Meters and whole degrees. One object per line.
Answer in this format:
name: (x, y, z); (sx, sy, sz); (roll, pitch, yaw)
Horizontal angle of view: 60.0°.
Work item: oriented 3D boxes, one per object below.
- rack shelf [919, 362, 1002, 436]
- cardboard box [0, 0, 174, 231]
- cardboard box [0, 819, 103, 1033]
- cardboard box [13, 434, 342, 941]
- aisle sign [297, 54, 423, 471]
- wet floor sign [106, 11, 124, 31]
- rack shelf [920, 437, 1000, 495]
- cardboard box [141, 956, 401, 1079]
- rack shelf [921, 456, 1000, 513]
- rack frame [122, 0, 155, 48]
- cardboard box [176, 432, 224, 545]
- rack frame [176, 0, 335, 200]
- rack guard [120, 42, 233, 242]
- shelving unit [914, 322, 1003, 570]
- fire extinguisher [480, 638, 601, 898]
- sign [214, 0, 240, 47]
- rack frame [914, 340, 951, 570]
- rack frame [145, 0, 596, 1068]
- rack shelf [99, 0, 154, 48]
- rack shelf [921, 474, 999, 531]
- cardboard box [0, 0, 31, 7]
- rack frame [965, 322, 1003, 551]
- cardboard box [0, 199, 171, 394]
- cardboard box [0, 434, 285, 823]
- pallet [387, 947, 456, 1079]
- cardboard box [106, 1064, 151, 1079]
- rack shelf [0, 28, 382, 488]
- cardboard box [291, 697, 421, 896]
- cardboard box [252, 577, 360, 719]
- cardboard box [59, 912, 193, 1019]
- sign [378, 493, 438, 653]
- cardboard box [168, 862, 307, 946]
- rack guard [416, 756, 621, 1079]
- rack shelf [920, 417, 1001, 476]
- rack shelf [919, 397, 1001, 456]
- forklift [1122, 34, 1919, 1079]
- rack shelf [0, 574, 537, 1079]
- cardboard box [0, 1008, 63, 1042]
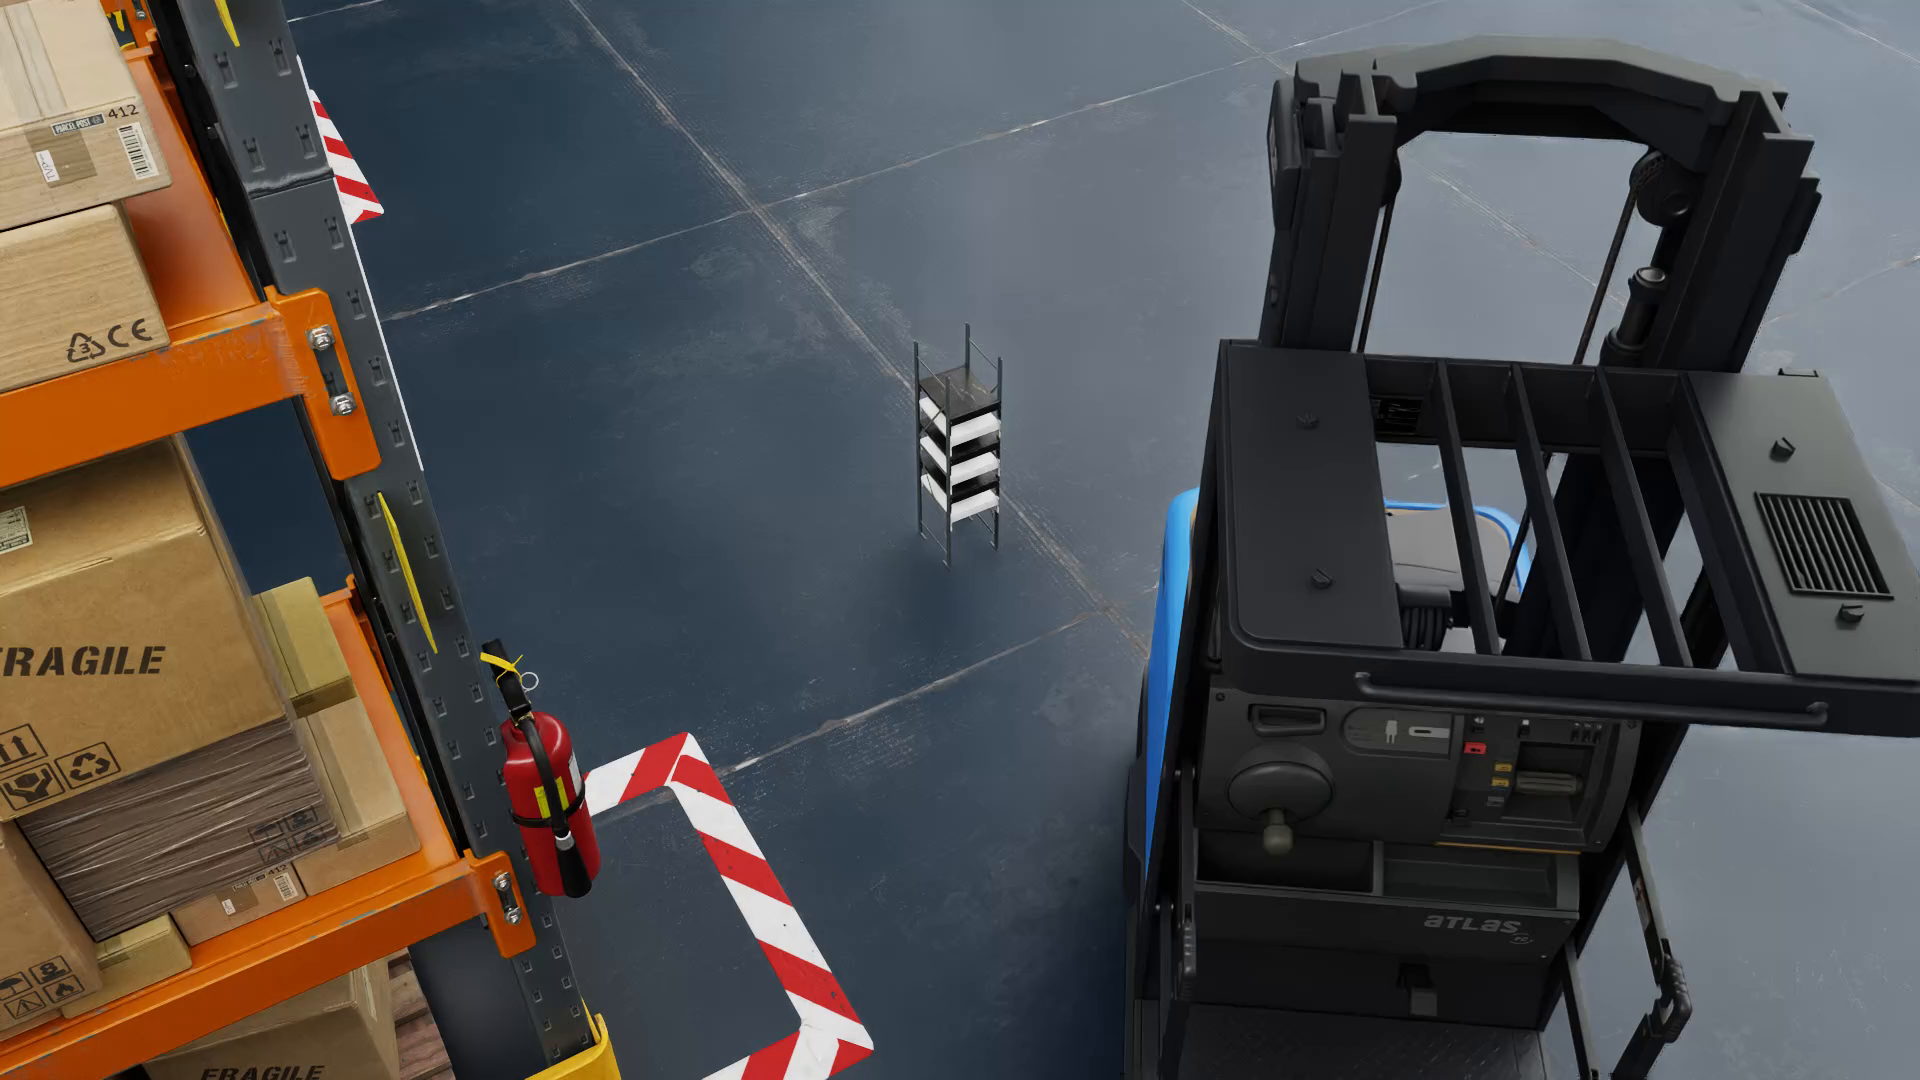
rack shelf: (-0.007, -0.490, 5.769); (0.200, 0.077, 0.258); (-22, 48, -21)
cardboard box: (-1.331, -0.631, 2.414); (0.250, 0.149, 0.380); (-22, 48, -21)
cardboard box: (-2.110, 0.527, 3.268); (0.500, 0.500, 0.875); (-22, 48, -21)
cardboard box: (-1.736, 0.281, 3.521); (0.500, 0.500, 0.875); (-22, 48, -21)
aisle sign: (-1.042, -0.524, 2.769); (0.004, 0.787, 0.394); (-22, 48, -21)
wet floor sign: (-4.590, -3.141, 9.024); (0.232, 0.644, 0.267); (-30, 52, -27)
rack shelf: (-0.007, -0.296, 5.957); (0.200, 0.077, 0.258); (-22, 48, -21)
cardboard box: (-1.795, 1.203, 4.350); (0.500, 0.500, 0.500); (-14, 46, -14)
rack shelf: (-0.007, -0.232, 6.020); (0.200, 0.077, 0.258); (-22, 48, -21)
rack frame: (-3.629, -2.781, 6.961); (0.127, 3.000, 1.000); (-22, 48, -21)
cardboard box: (-1.858, -0.226, 3.325); (0.500, 0.500, 0.500); (-22, 48, -21)
rack frame: (-1.245, -1.903, 1.750); (0.127, 3.000, 1.000); (-22, 48, -21)
rack guard: (-3.608, -1.892, 7.840); (0.348, 0.500, 1.175); (-22, 48, -21)
shelving unit: (-0.007, -0.320, 5.934); (0.210, 0.900, 0.258); (-22, 48, -21)
fire extinguisher: (-0.916, 0.516, 3.620); (0.183, 0.674, 0.296); (-22, 48, -21)
sign: (-0.986, -0.802, 2.133); (0.005, 0.325, 0.100); (-22, 48, -21)
rack frame: (-0.095, -0.285, 5.897); (0.006, 0.900, 0.240); (-22, 48, -21)
rack frame: (-1.245, 0.250, 3.839); (0.127, 3.000, 1.000); (-22, 48, -21)
rack shelf: (-5.363, -1.828, 6.497); (4.000, 0.370, 1.077); (-22, 48, -21)
rack shelf: (-0.007, -0.167, 6.082); (0.200, 0.077, 0.258); (-22, 48, -21)
cardboard box: (-1.599, -0.960, 2.753); (0.250, 0.149, 0.380); (-22, 48, -21)
rack frame: (0.081, -0.355, 5.970); (0.006, 0.900, 0.240); (-22, 48, -21)
cardboard box: (-1.537, -0.452, 2.516); (0.500, 0.250, 0.500); (-21, 48, -20)
cardboard box: (-1.599, 0.088, 3.002); (0.500, 0.500, 0.500); (-22, 48, -21)
pallet: (-2.033, 1.537, 4.514); (1.213, 0.211, 1.003); (-22, 48, -21)
cardboard box: (-2.296, 1.431, 4.115); (0.500, 0.500, 0.500); (-10, 45, -10)
rack shelf: (-2.979, 0.125, 2.330); (4.000, 0.370, 1.077); (-22, 48, -21)
cardboard box: (-1.390, 0.563, 3.696); (0.250, 0.149, 0.380); (-22, 48, -21)
cardboard box: (-1.611, 0.295, 3.973); (0.250, 0.149, 0.380); (-22, 48, -21)
cardboard box: (-1.798, 0.768, 3.486); (0.250, 0.149, 0.380); (-22, 48, -21)
sign: (-0.986, 0.063, 2.973); (0.005, 0.325, 0.100); (-22, 48, -21)
cardboard box: (-1.607, 0.650, 3.607); (0.250, 0.149, 0.380); (-22, 48, -21)
rack guard: (-1.311, 1.173, 4.682); (0.348, 0.500, 1.175); (-22, 48, -21)
rack shelf: (-0.007, -0.361, 5.894); (0.200, 0.077, 0.258); (-22, 48, -21)
rack shelf: (-0.007, -0.425, 5.832); (0.200, 0.077, 0.258); (-22, 48, -21)
forklift: (0.990, 0.610, 3.517); (1.130, 2.935, 3.031); (4, 44, 4)
rack shelf: (-2.979, 1.202, 3.374); (4.000, 0.370, 1.077); (-22, 48, -21)
cardboard box: (-2.022, 0.845, 3.406); (0.250, 0.149, 0.380); (-22, 48, -21)
